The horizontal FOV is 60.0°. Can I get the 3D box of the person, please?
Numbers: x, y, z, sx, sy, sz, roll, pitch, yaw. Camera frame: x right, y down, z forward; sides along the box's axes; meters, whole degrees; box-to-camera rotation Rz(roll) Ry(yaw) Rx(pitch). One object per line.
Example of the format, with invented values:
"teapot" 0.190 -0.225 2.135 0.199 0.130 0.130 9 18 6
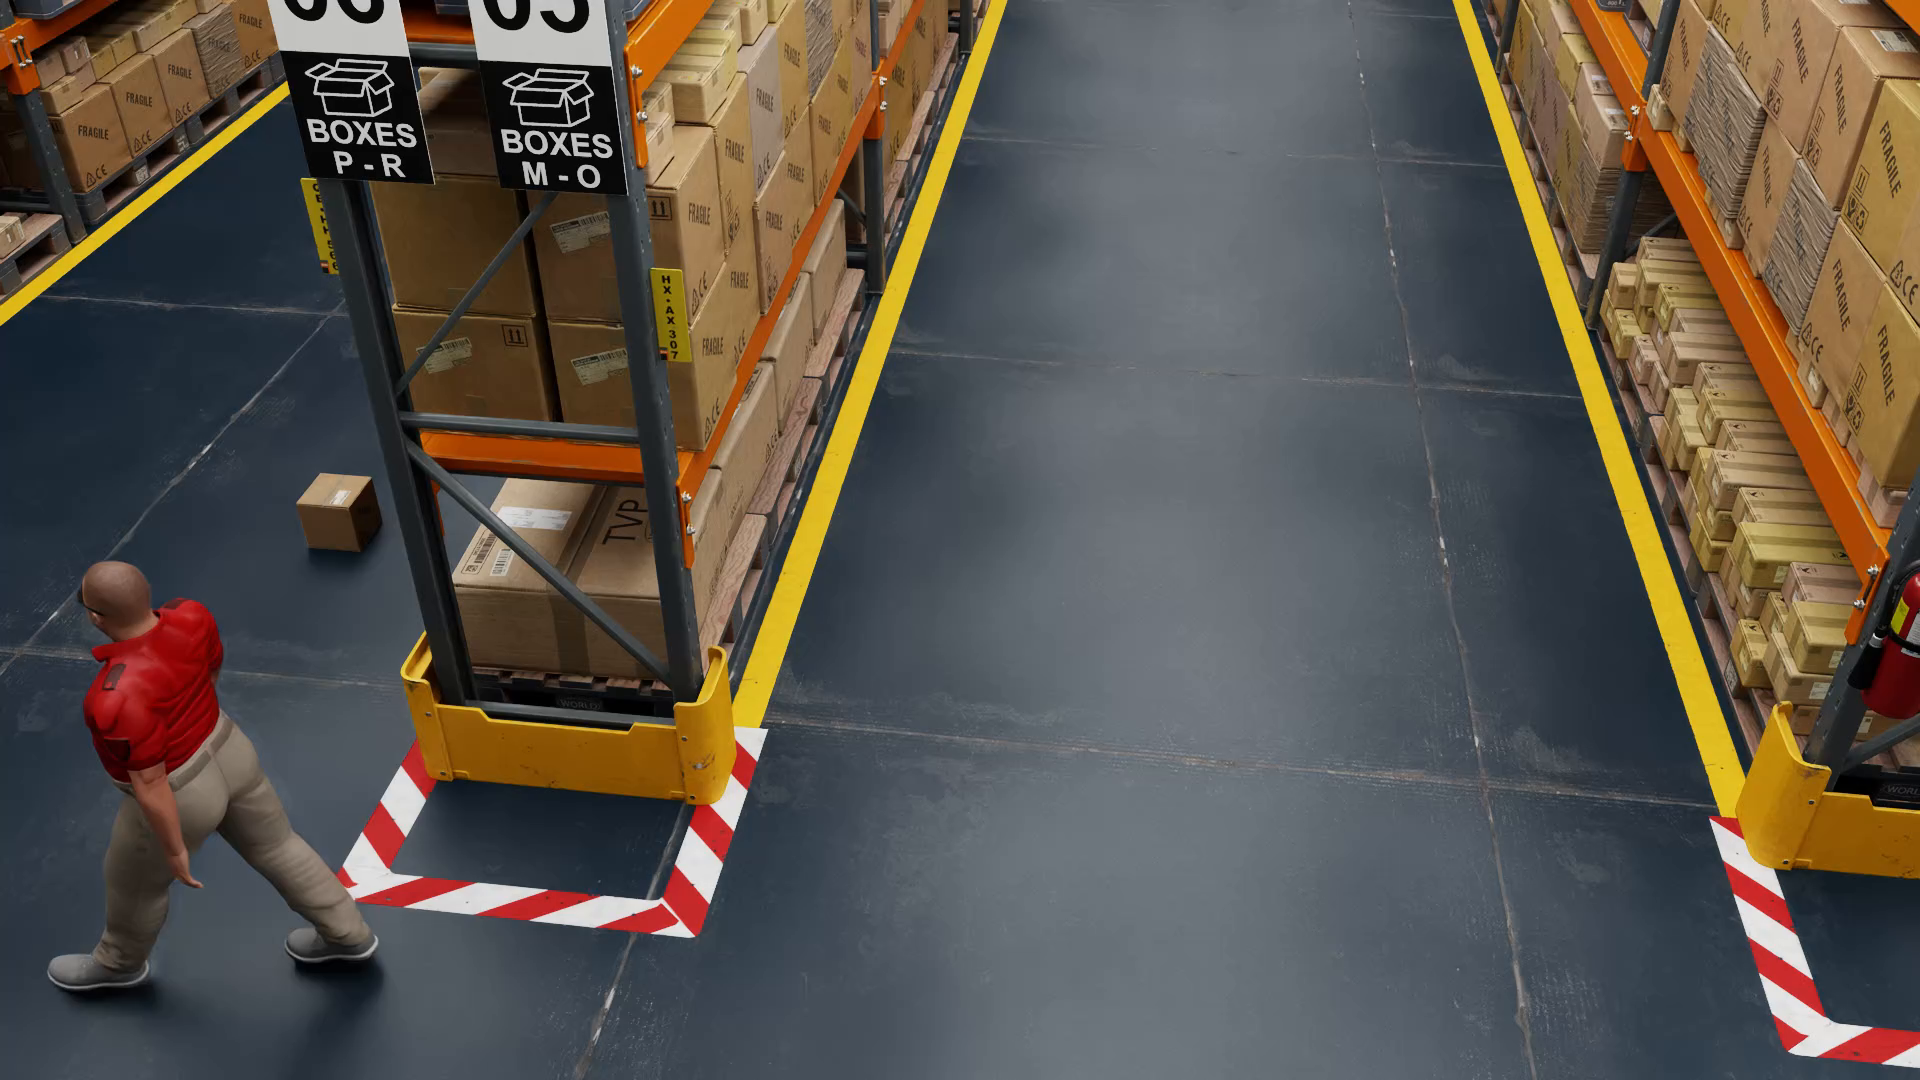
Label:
"person" -2.476 0.719 5.152 1.025 1.662 0.575 8 37 11
